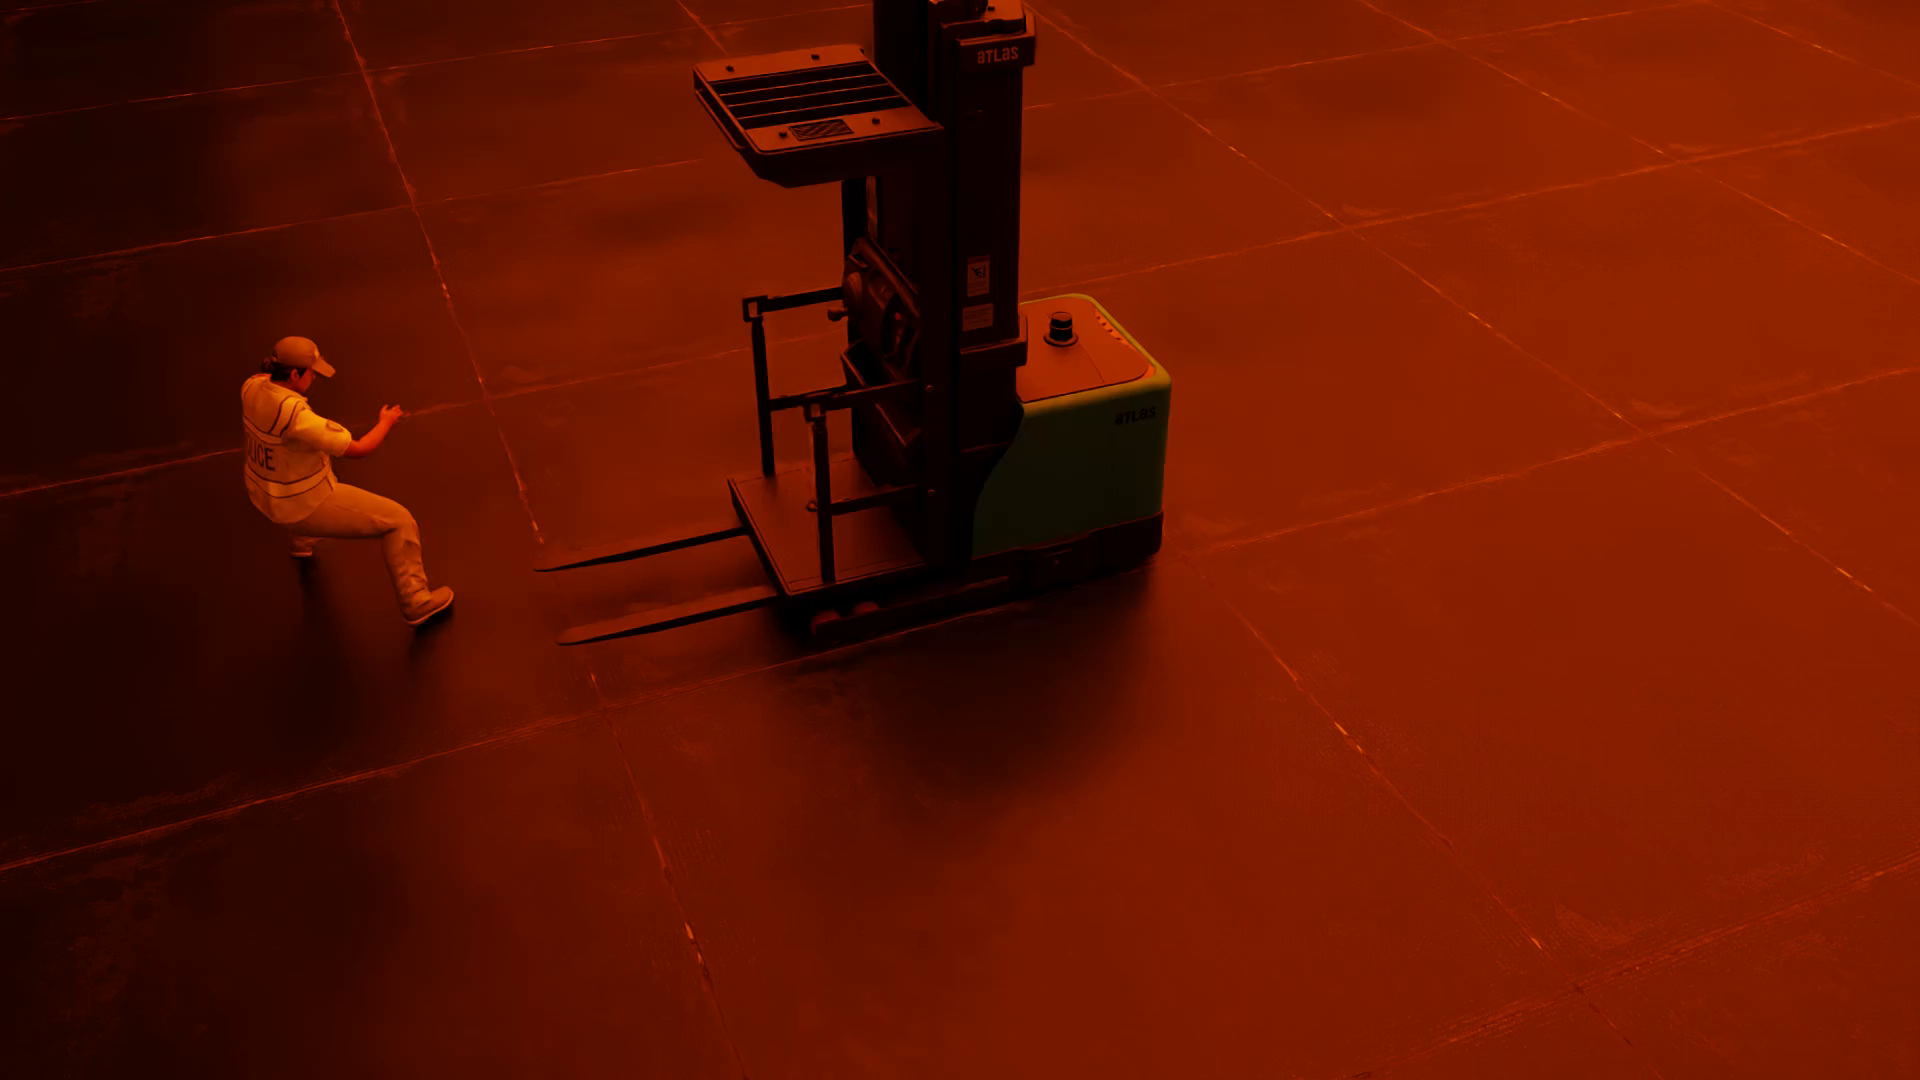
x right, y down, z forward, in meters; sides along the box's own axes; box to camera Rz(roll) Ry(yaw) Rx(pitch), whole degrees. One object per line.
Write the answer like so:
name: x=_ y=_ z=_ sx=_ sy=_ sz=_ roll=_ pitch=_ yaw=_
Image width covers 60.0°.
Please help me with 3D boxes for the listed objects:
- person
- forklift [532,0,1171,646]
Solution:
person: x=-2.992 y=-0.349 z=7.872 sx=0.712 sy=1.426 sz=1.081 roll=-30 pitch=45 yaw=-35
forklift: x=-0.549 y=-1.039 z=7.559 sx=3.031 sy=2.935 sz=1.130 roll=-13 pitch=37 yaw=-17
